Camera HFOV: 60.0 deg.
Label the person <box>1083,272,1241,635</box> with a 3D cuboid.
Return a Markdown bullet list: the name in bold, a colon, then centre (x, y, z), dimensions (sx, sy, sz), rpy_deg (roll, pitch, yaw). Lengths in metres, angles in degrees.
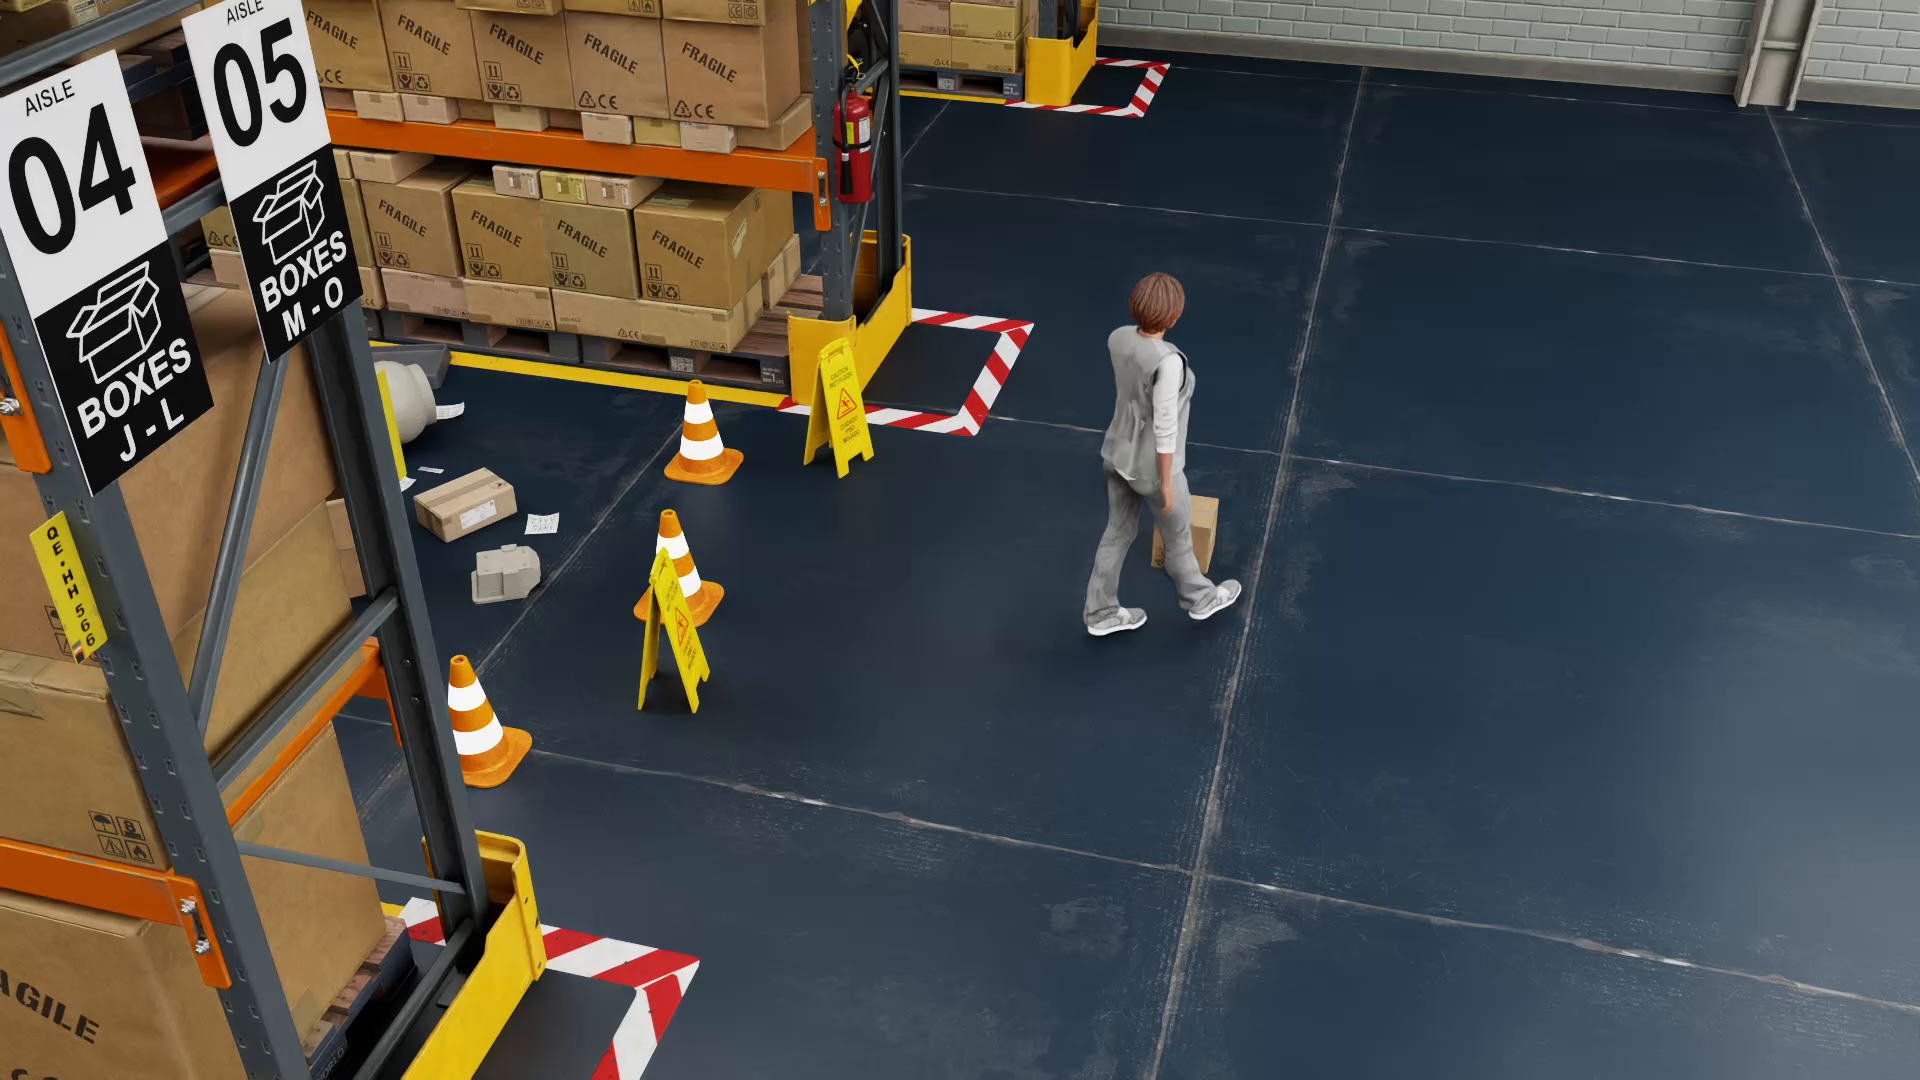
- **person**: centre (0.833, -0.340, 6.652), dimensions (0.700, 1.581, 0.422), rpy_deg (-19, 38, -27)
